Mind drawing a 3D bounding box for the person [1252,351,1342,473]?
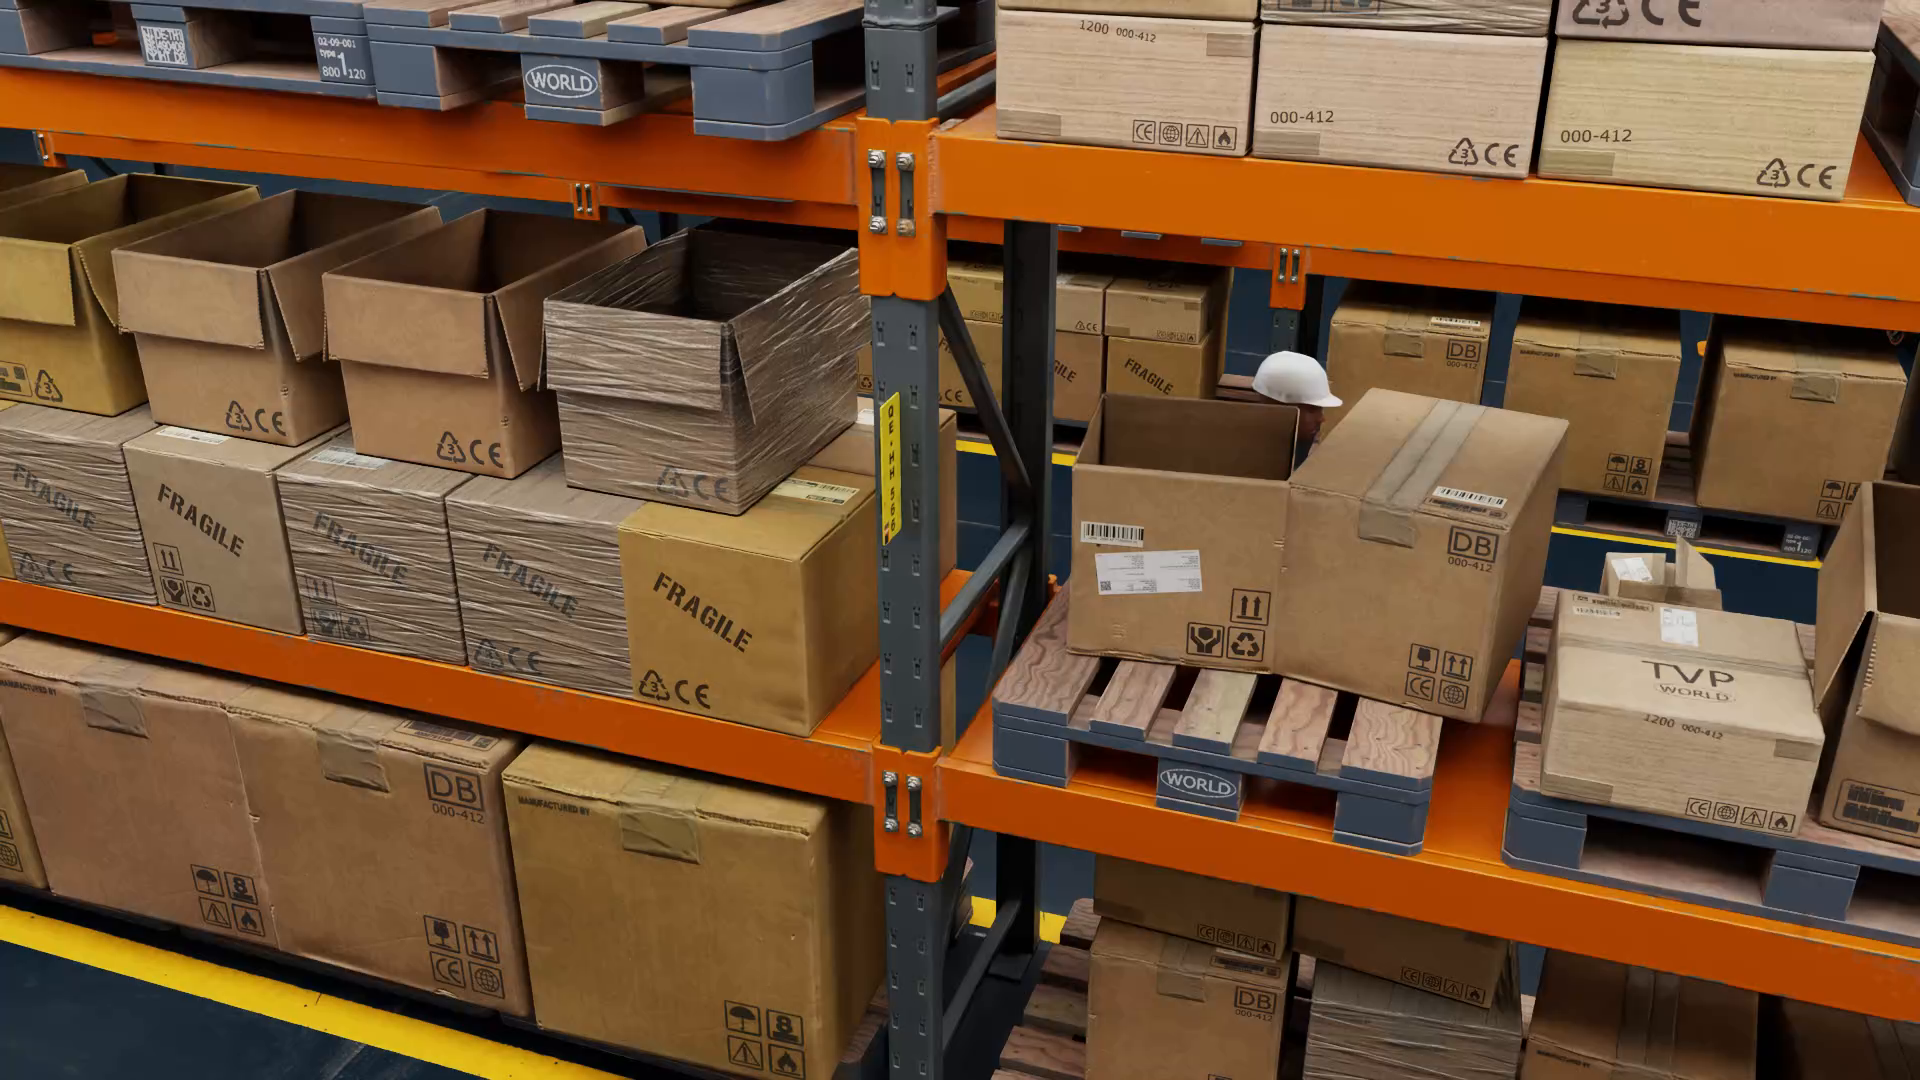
[{"bbox_3d":[0.994,0.199,5.676,0.463,1.759,0.626,9,27,18],"label":"person"}]
